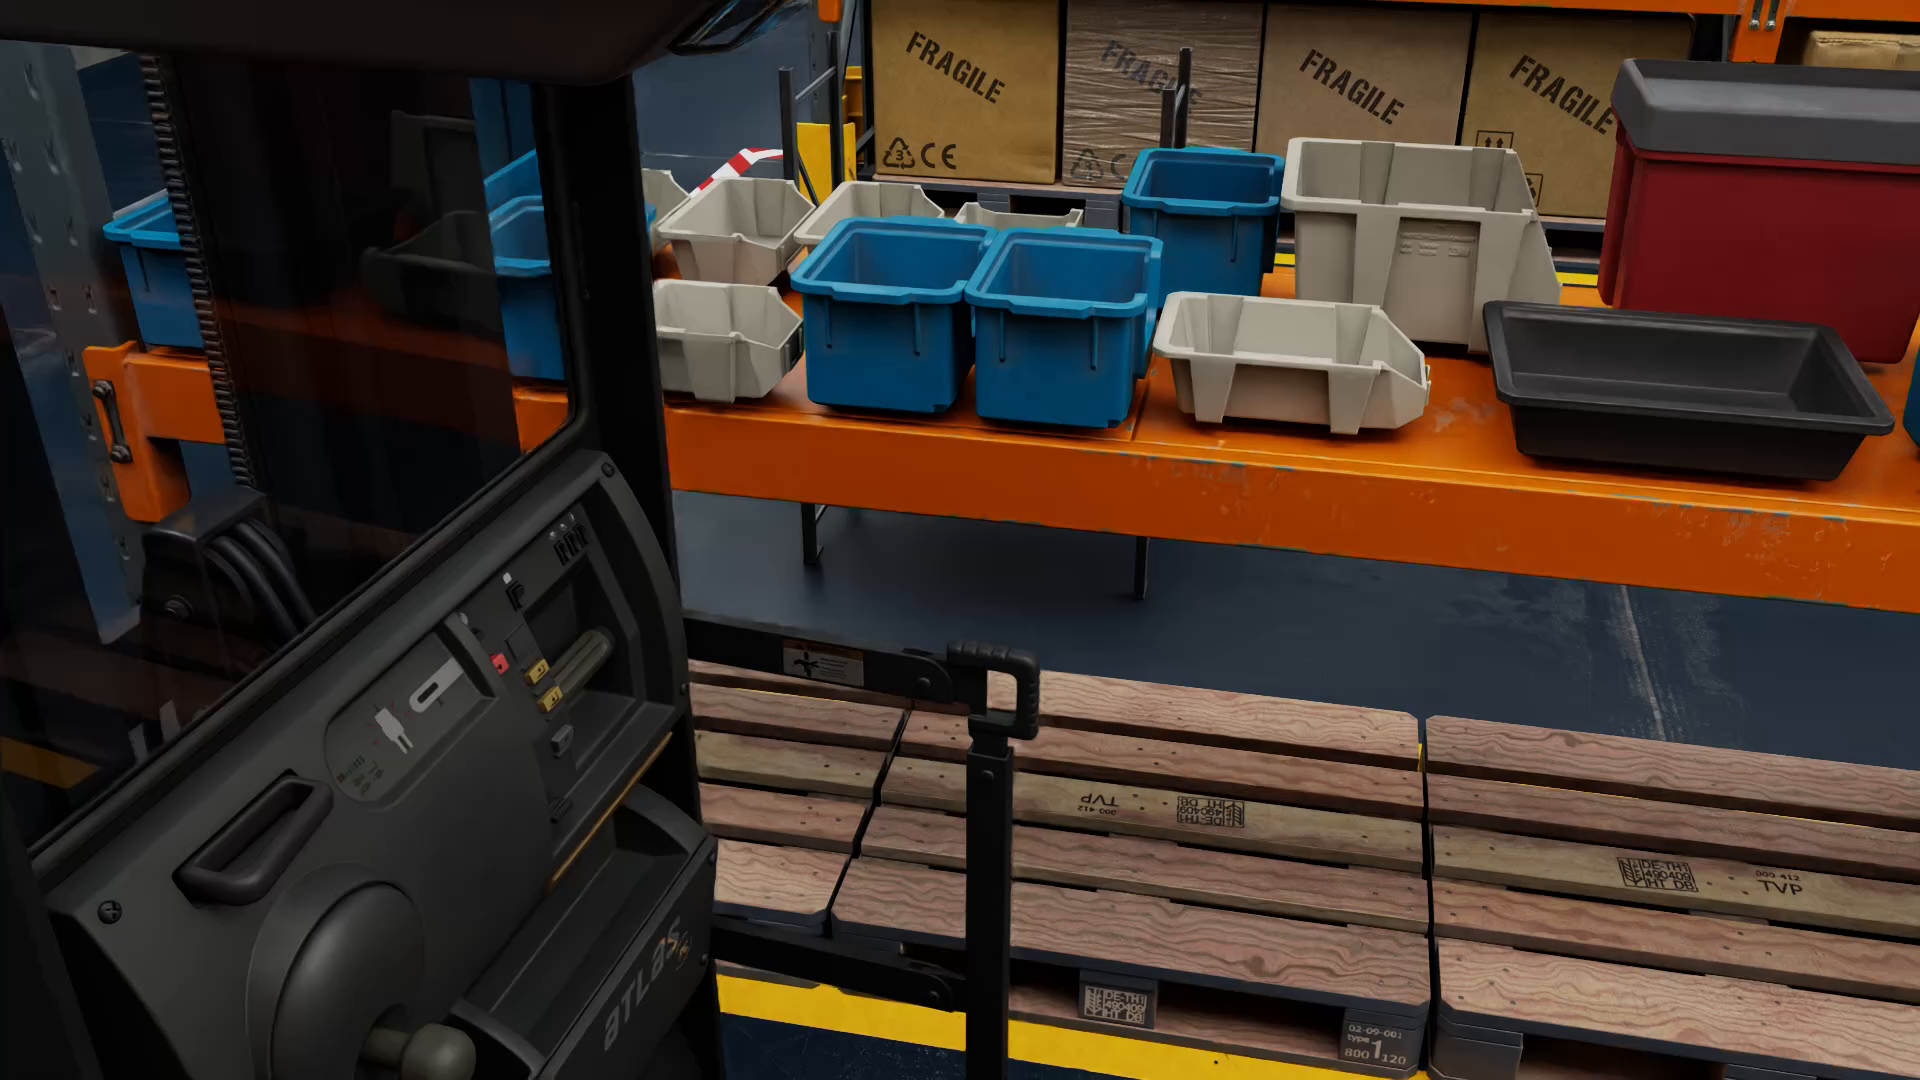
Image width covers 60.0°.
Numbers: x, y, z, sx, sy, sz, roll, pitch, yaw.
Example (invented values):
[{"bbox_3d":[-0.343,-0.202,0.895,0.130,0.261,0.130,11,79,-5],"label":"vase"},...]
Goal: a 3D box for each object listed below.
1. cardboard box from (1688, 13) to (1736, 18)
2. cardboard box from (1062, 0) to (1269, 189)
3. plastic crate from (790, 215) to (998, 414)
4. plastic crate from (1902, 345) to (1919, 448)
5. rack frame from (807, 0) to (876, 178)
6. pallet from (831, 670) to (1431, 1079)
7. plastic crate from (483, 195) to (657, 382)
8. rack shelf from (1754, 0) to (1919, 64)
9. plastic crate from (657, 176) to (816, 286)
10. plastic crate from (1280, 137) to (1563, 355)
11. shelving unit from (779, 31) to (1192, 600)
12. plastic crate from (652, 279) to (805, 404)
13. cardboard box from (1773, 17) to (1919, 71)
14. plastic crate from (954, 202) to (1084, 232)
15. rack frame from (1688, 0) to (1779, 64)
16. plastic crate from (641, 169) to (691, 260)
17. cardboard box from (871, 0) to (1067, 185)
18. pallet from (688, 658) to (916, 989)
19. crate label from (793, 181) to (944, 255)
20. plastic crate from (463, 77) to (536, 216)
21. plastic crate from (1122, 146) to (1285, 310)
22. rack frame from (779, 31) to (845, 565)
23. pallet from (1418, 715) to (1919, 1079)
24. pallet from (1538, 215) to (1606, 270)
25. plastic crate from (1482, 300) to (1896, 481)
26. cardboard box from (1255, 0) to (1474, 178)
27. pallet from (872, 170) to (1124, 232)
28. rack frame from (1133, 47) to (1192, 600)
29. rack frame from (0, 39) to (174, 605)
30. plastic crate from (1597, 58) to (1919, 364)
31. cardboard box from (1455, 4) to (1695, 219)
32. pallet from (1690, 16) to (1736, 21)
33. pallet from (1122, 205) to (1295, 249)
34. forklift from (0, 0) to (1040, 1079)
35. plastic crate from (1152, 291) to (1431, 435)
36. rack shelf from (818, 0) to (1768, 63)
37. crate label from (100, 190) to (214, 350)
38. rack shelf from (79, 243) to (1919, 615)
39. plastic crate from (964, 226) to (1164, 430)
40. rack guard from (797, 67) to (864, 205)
[{"bbox_3d":[5.179,-3.893,11.403,0.500,0.500,0.500,7,29,13],"label":"cardboard box"},{"bbox_3d":[0.998,-2.220,7.957,0.875,0.875,0.875,6,29,11],"label":"cardboard box"},{"bbox_3d":[-0.109,-0.401,2.971,0.300,0.233,0.416,6,29,11],"label":"plastic crate"},{"bbox_3d":[1.815,-0.265,2.564,0.575,0.384,0.392,6,29,11],"label":"plastic crate"},{"bbox_3d":[-0.535,-3.086,7.763,0.127,3.000,1.000,6,29,11],"label":"rack frame"},{"bbox_3d":[0.419,0.688,3.774,1.213,0.211,1.003,6,29,11],"label":"pallet"},{"bbox_3d":[-0.753,-0.467,3.092,0.300,0.233,0.416,6,29,11],"label":"plastic crate"},{"bbox_3d":[5.333,-2.169,6.837,4.000,0.370,1.077,6,29,11],"label":"rack shelf"},{"bbox_3d":[-0.453,-0.638,3.504,0.243,0.136,0.396,6,29,11],"label":"plastic crate"},{"bbox_3d":[0.888,-0.573,3.233,0.530,0.282,0.437,6,29,11],"label":"plastic crate"},{"bbox_3d":[0.083,-0.649,4.874,1.048,1.500,0.538,6,29,11],"label":"shelving unit"},{"bbox_3d":[-0.437,-0.352,2.982,0.298,0.136,0.250,6,29,11],"label":"plastic crate"},{"bbox_3d":[4.007,-1.882,7.340,0.875,0.875,1.225,6,29,11],"label":"cardboard box"},{"bbox_3d":[0.118,-0.600,3.435,0.250,0.136,0.298,6,29,11],"label":"plastic crate"},{"bbox_3d":[3.377,-2.685,7.030,0.127,3.000,1.000,6,29,11],"label":"rack frame"},{"bbox_3d":[-0.734,-0.674,3.569,0.243,0.136,0.396,6,29,11],"label":"plastic crate"},{"bbox_3d":[0.108,-2.311,8.124,0.875,0.875,0.875,6,29,11],"label":"cardboard box"},{"bbox_3d":[-0.771,0.564,4.000,1.213,0.211,1.003,6,29,11],"label":"pallet"},{"bbox_3d":[-0.176,-0.621,3.474,0.243,0.136,0.396,6,29,11],"label":"crate label"},{"bbox_3d":[-1.203,-0.856,3.590,0.499,0.435,0.616,6,29,11],"label":"plastic crate"},{"bbox_3d":[0.493,-0.627,3.384,0.300,0.233,0.416,6,29,11],"label":"plastic crate"},{"bbox_3d":[-0.414,-0.700,4.967,0.032,1.500,0.500,6,29,11],"label":"rack frame"},{"bbox_3d":[1.616,0.809,3.553,1.213,0.211,1.003,6,29,11],"label":"pallet"},{"bbox_3d":[2.650,-1.575,7.906,1.213,0.211,1.003,6,29,11],"label":"pallet"},{"bbox_3d":[1.192,-0.250,2.808,0.590,0.125,0.437,6,29,11],"label":"plastic crate"},{"bbox_3d":[1.868,-2.131,7.794,0.875,0.875,0.875,6,29,11],"label":"cardboard box"},{"bbox_3d":[0.264,-1.819,8.353,1.213,0.211,1.003,6,29,11],"label":"pallet"},{"bbox_3d":[0.581,-0.598,4.781,0.032,1.500,0.500,6,29,11],"label":"rack frame"},{"bbox_3d":[-1.569,-0.760,3.514,0.127,3.000,1.000,6,29,11],"label":"rack frame"},{"bbox_3d":[1.522,-0.620,3.130,0.583,0.464,0.402,6,29,11],"label":"plastic crate"},{"bbox_3d":[2.748,-2.041,7.629,0.875,0.875,0.875,6,29,11],"label":"cardboard box"},{"bbox_3d":[5.273,-3.703,11.795,1.213,0.211,1.003,6,29,11],"label":"pallet"},{"bbox_3d":[1.453,-1.696,8.128,1.213,0.211,1.003,6,29,11],"label":"pallet"},{"bbox_3d":[-0.360,0.238,1.763,3.031,2.935,1.130,9,30,15],"label":"forklift"},{"bbox_3d":[0.577,-0.303,2.892,0.466,0.136,0.293,6,29,11],"label":"plastic crate"},{"bbox_3d":[1.421,-2.570,7.569,4.000,0.370,1.077,6,29,11],"label":"rack shelf"},{"bbox_3d":[-1.396,-0.533,3.212,0.303,0.233,0.416,6,29,11],"label":"crate label"},{"bbox_3d":[0.387,-0.244,3.321,4.000,0.370,1.077,6,29,11],"label":"rack shelf"},{"bbox_3d":[0.185,-0.371,2.916,0.300,0.233,0.416,6,29,11],"label":"plastic crate"},{"bbox_3d":[-0.558,-1.992,8.368,0.348,0.500,1.175,6,29,11],"label":"rack guard"}]
